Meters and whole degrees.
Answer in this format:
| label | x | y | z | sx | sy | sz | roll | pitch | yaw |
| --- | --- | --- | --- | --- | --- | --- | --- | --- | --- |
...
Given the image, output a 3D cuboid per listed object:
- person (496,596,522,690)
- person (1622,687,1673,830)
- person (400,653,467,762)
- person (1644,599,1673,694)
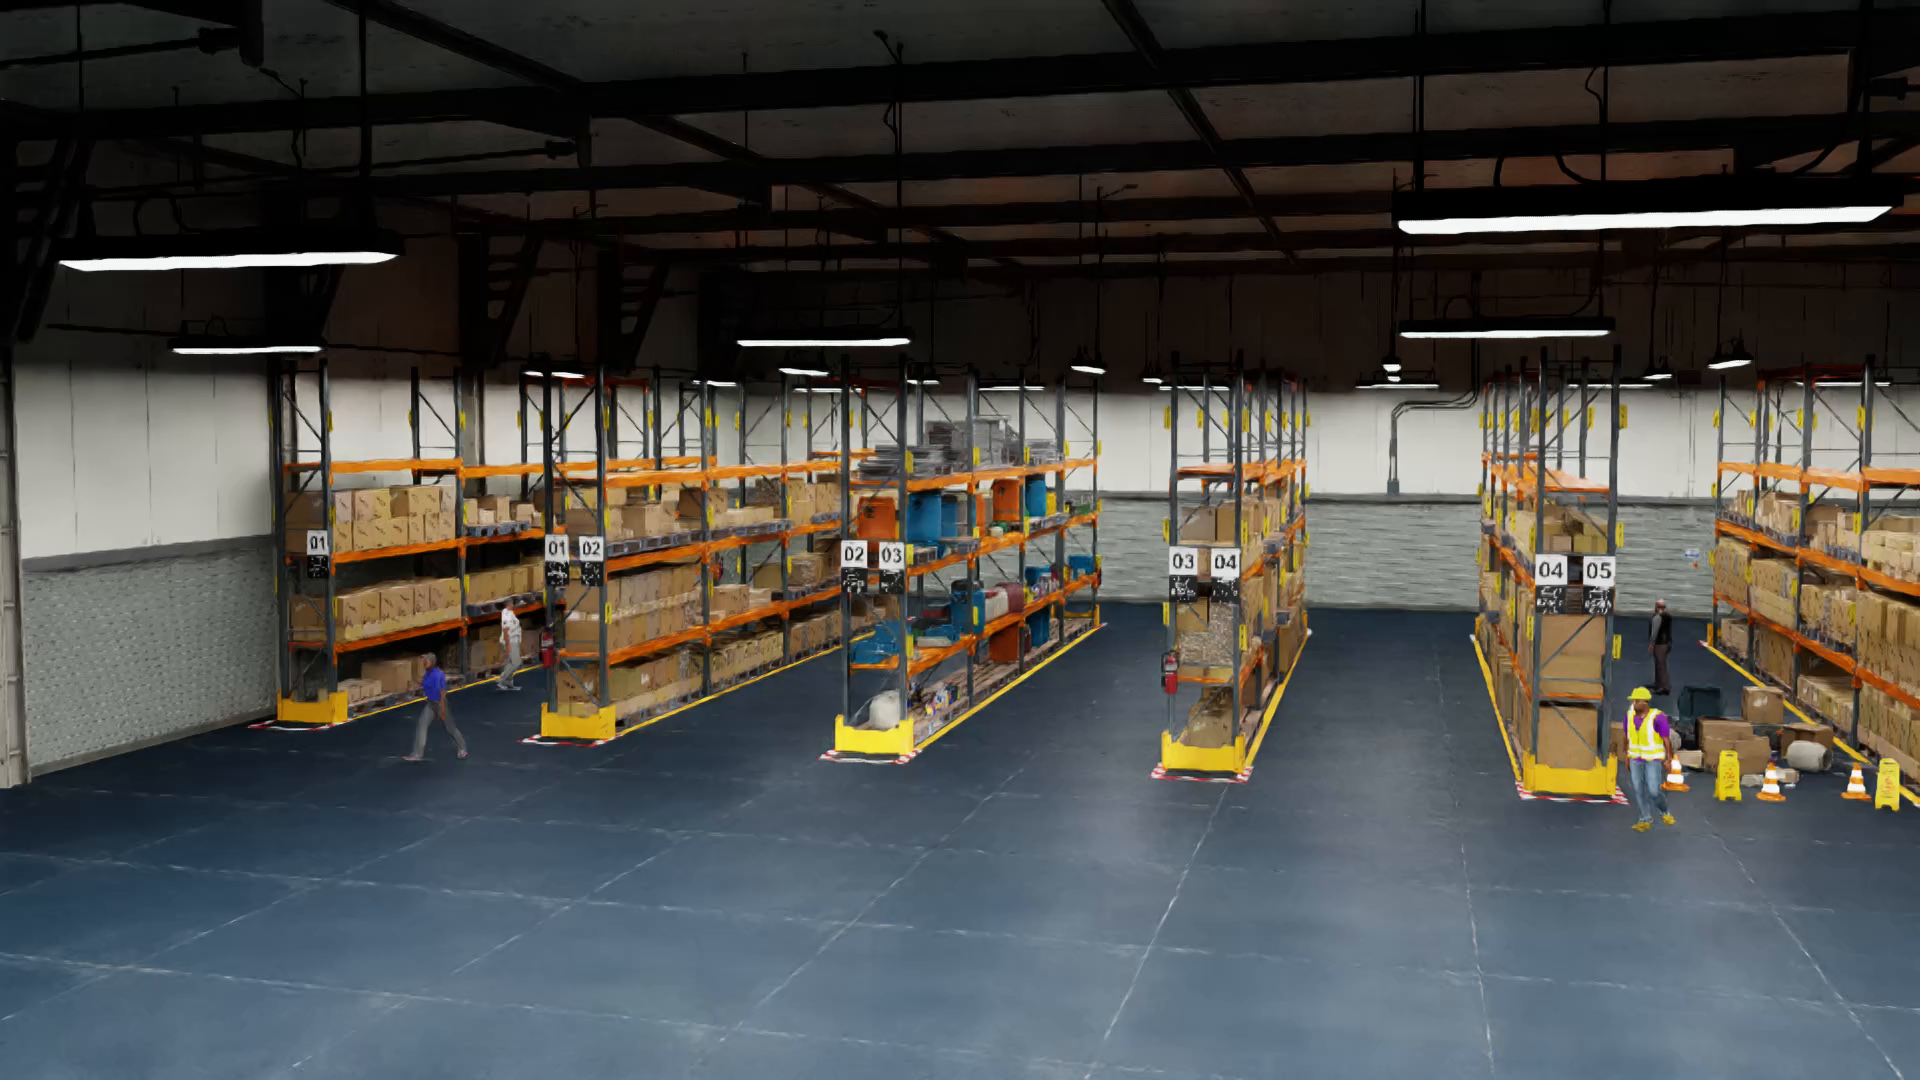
| label | x | y | z | sx | sy | sz | roll | pitch | yaw |
| --- | --- | --- | --- | --- | --- | --- | --- | --- | --- |
| person | -8.337 | 1.915 | 30.722 | 0.472 | 1.754 | 0.583 | -1 | 4 | -14 |
| person | 8.385 | 2.665 | 20.318 | 0.564 | 1.757 | 0.616 | -3 | 5 | -36 |
| person | -7.714 | 2.447 | 24.421 | 0.493 | 1.603 | 0.941 | 3 | 5 | 39 |
| person | 12.828 | 1.939 | 30.541 | 0.622 | 1.708 | 0.583 | -4 | 6 | -44 |
